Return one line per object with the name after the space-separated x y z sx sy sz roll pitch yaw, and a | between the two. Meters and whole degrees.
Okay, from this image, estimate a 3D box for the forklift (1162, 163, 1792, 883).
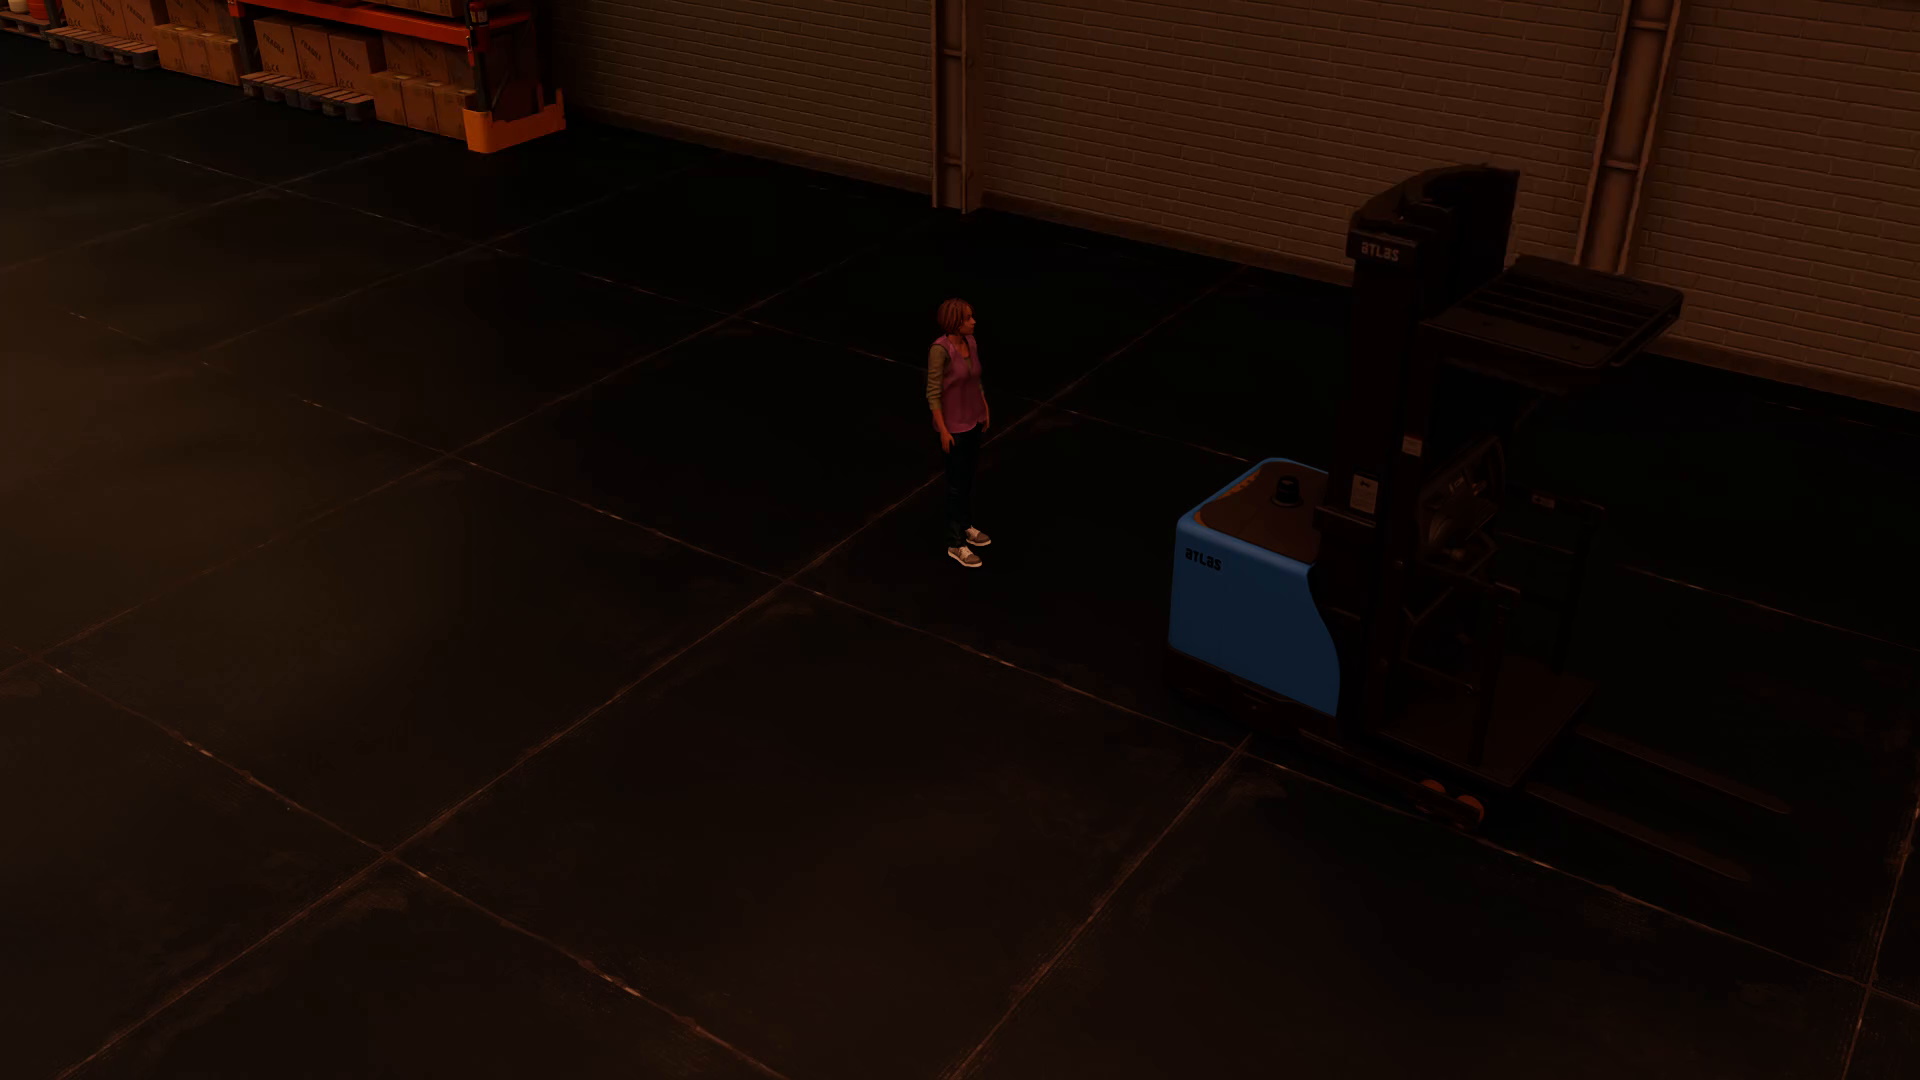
2.559 -0.161 7.858 3.031 2.935 1.130 23 37 33 | forklift

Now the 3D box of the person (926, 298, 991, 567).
0.054 -0.670 10.050 0.473 1.599 0.521 19 35 29 | person
